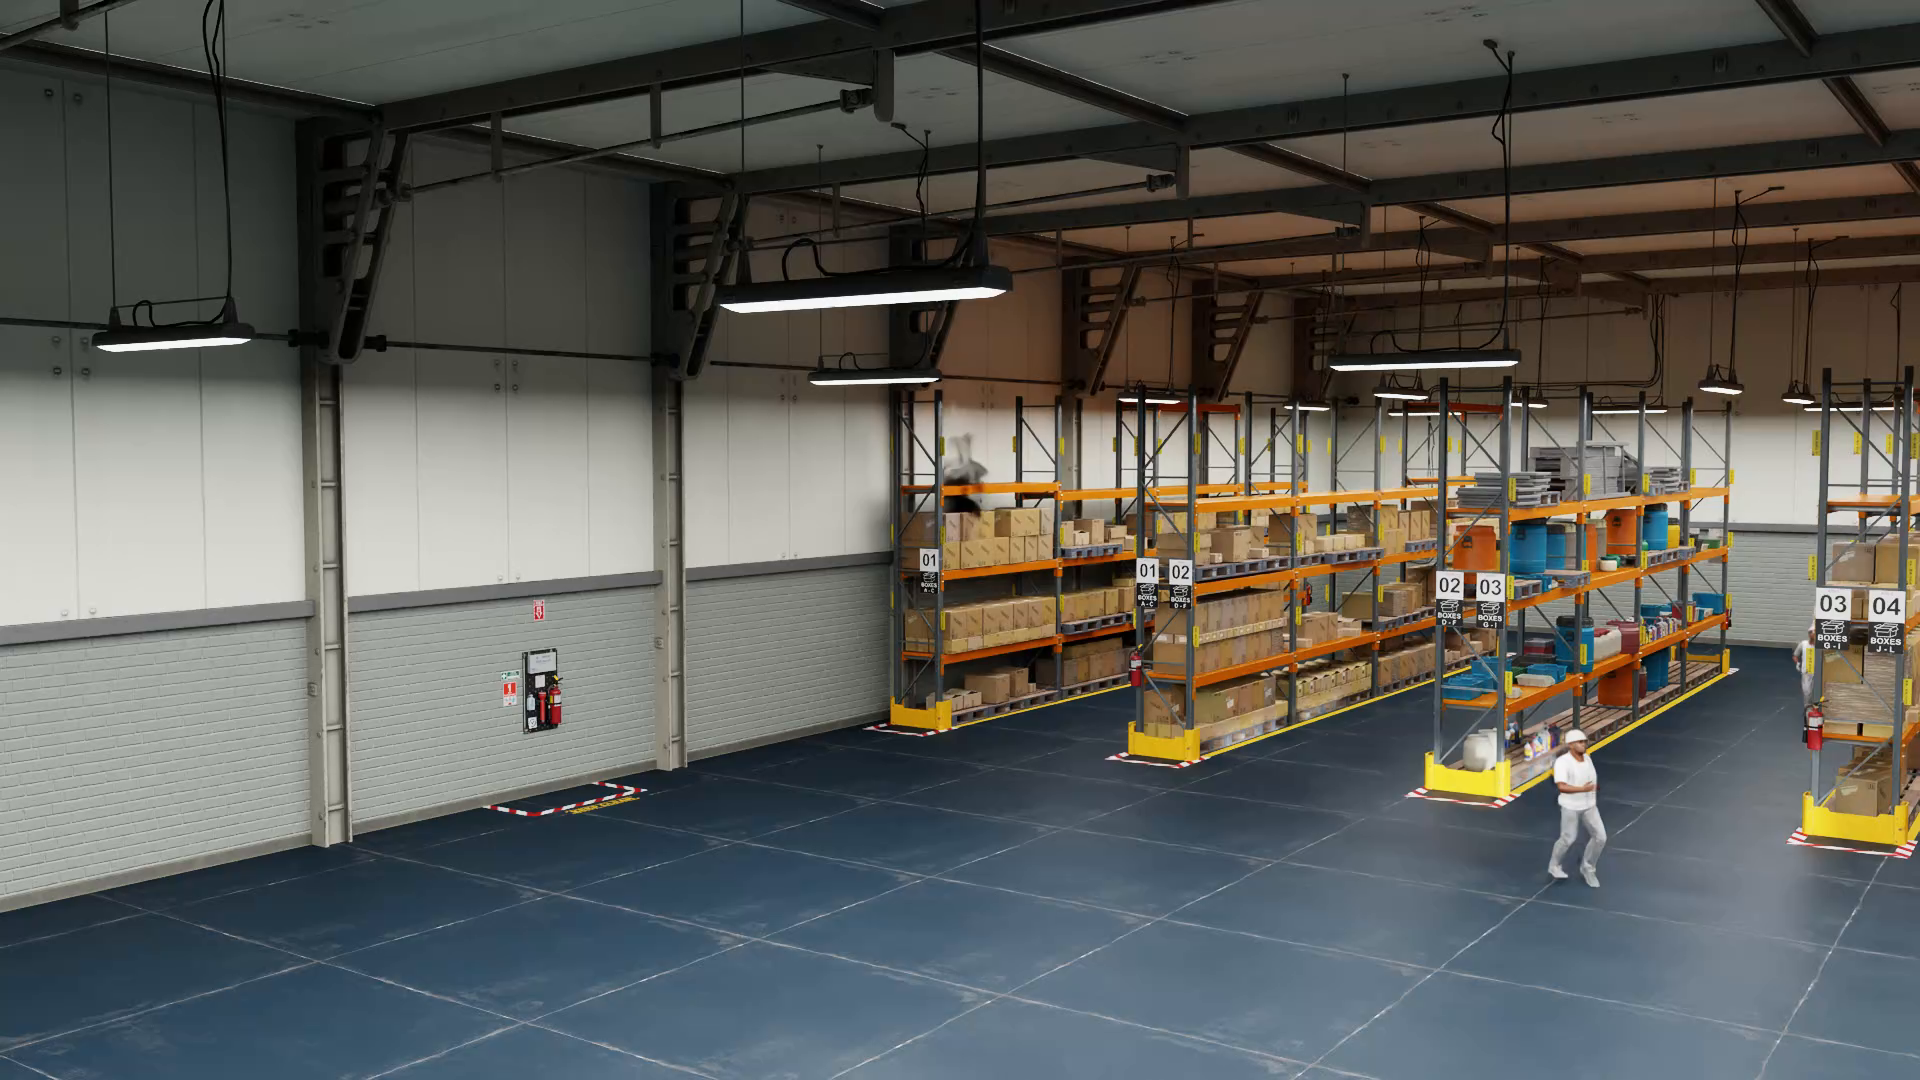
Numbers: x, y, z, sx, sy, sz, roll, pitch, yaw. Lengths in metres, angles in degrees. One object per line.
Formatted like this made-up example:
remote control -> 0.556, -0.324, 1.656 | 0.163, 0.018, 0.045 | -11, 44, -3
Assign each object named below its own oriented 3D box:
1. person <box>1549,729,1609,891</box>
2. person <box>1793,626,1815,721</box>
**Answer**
person -> 7.056, 3.063, 18.886 | 0.682, 1.836, 0.759 | -1, 4, -24
person -> 15.501, 2.432, 30.216 | 0.677, 1.734, 0.615 | 2, 4, 28
